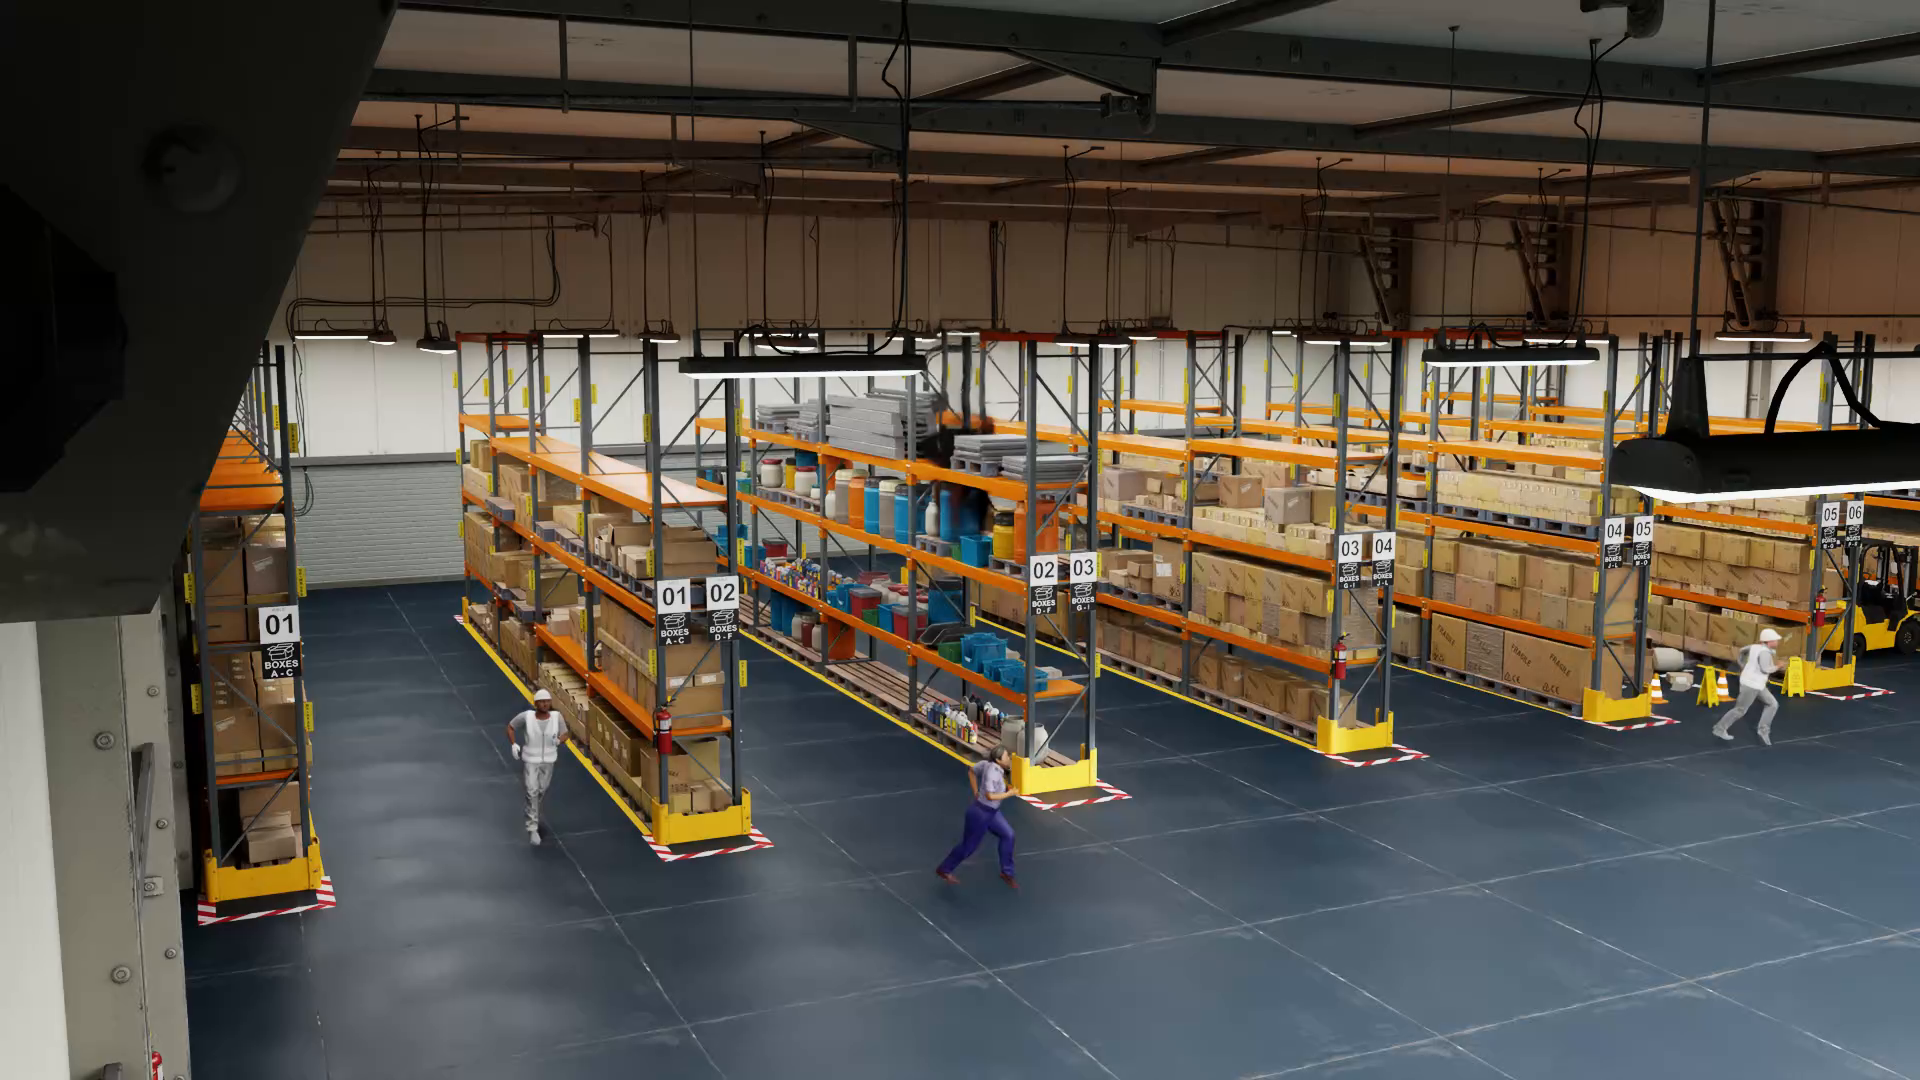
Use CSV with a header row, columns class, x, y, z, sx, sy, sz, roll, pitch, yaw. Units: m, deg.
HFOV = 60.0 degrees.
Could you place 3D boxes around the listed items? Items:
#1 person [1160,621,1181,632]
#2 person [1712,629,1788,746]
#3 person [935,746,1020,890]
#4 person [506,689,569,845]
class,x,y,z,sx,sy,sz,roll,pitch,yaw
person,4.253,0.958,33.732,0.690,1.767,0.923,-5,9,-30
person,11.661,2.175,24.540,0.940,1.773,0.650,3,8,22
person,0.193,3.080,18.357,0.941,1.662,0.601,1,8,8
person,-5.129,2.709,20.344,0.696,1.792,0.938,-4,9,-30
